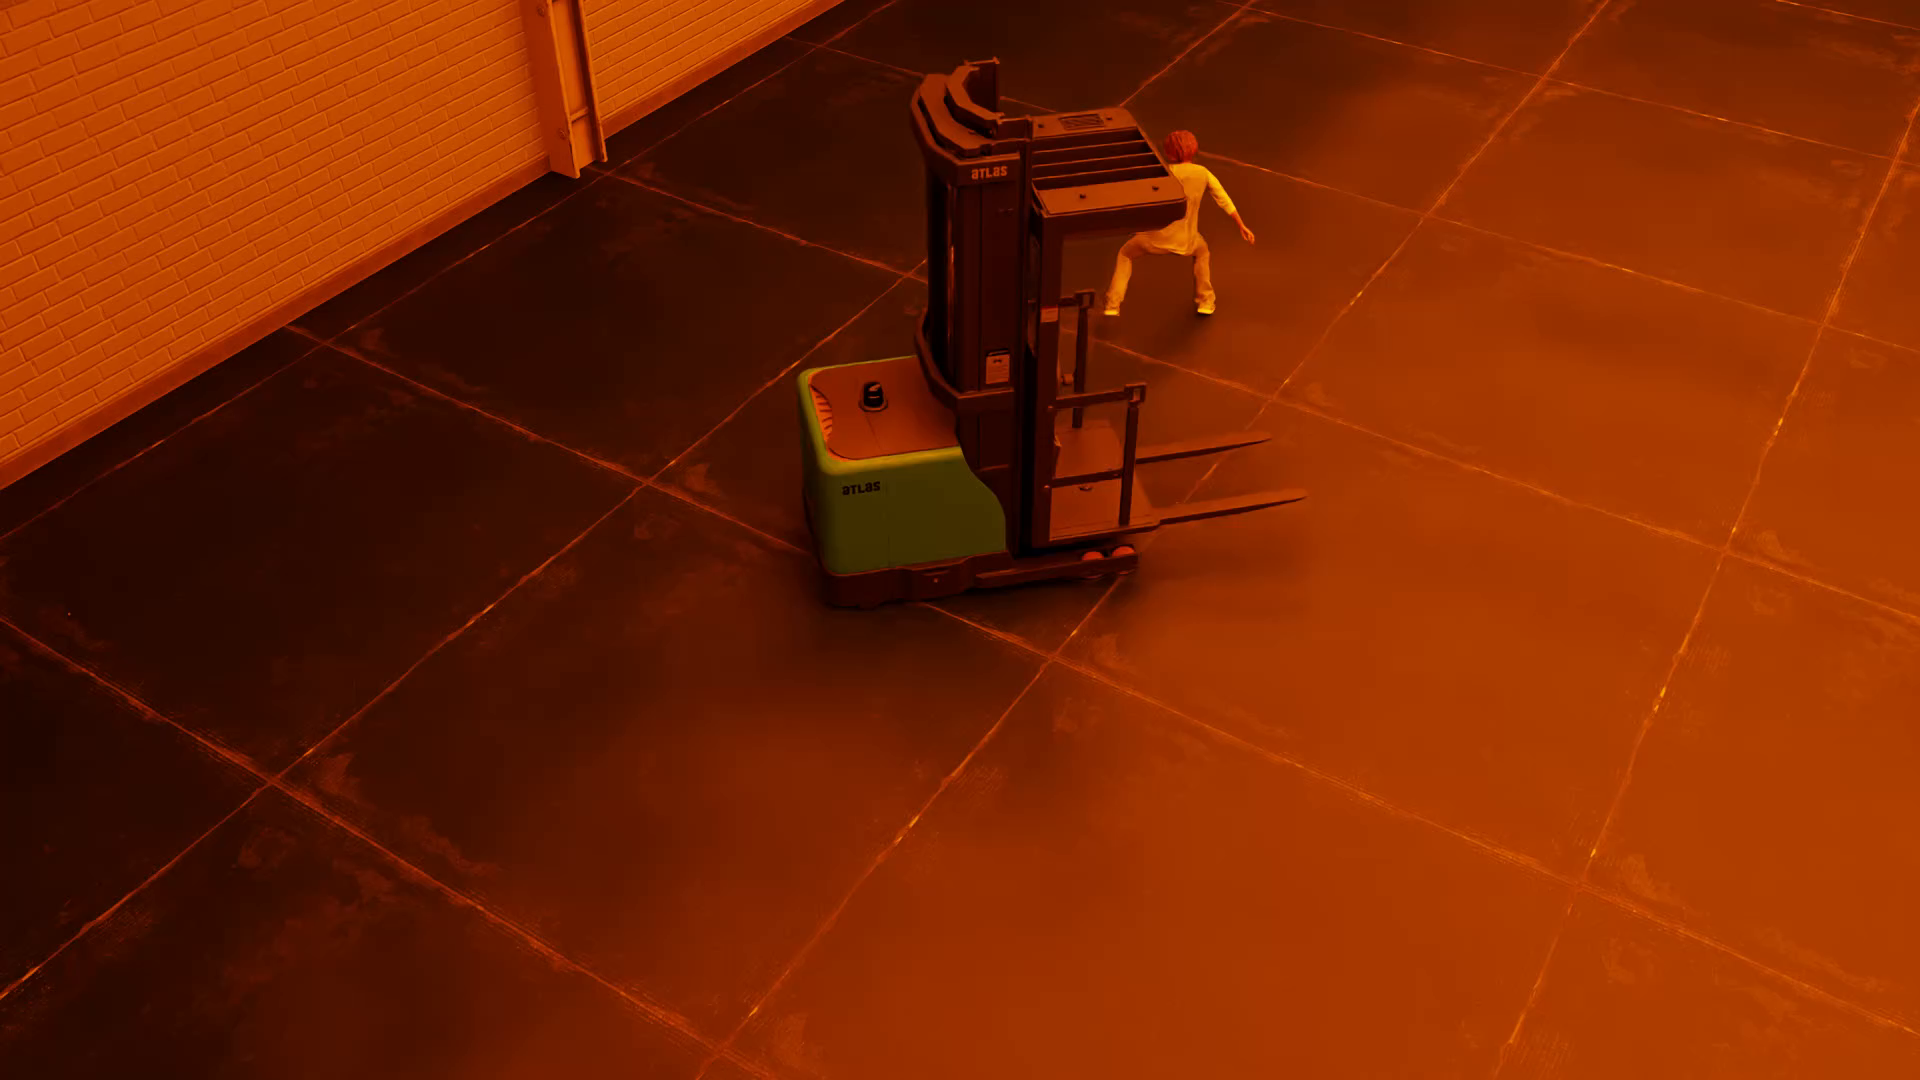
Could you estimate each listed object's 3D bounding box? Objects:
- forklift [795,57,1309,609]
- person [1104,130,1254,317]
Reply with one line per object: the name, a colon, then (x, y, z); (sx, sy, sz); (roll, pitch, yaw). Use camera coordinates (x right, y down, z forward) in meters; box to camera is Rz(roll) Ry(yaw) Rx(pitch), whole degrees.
forklift: (0.594, -1.211, 9.396); (3.031, 2.935, 1.130); (-9, 41, -10)
person: (1.538, -2.131, 11.723); (1.030, 1.439, 0.488); (-1, 40, -2)
